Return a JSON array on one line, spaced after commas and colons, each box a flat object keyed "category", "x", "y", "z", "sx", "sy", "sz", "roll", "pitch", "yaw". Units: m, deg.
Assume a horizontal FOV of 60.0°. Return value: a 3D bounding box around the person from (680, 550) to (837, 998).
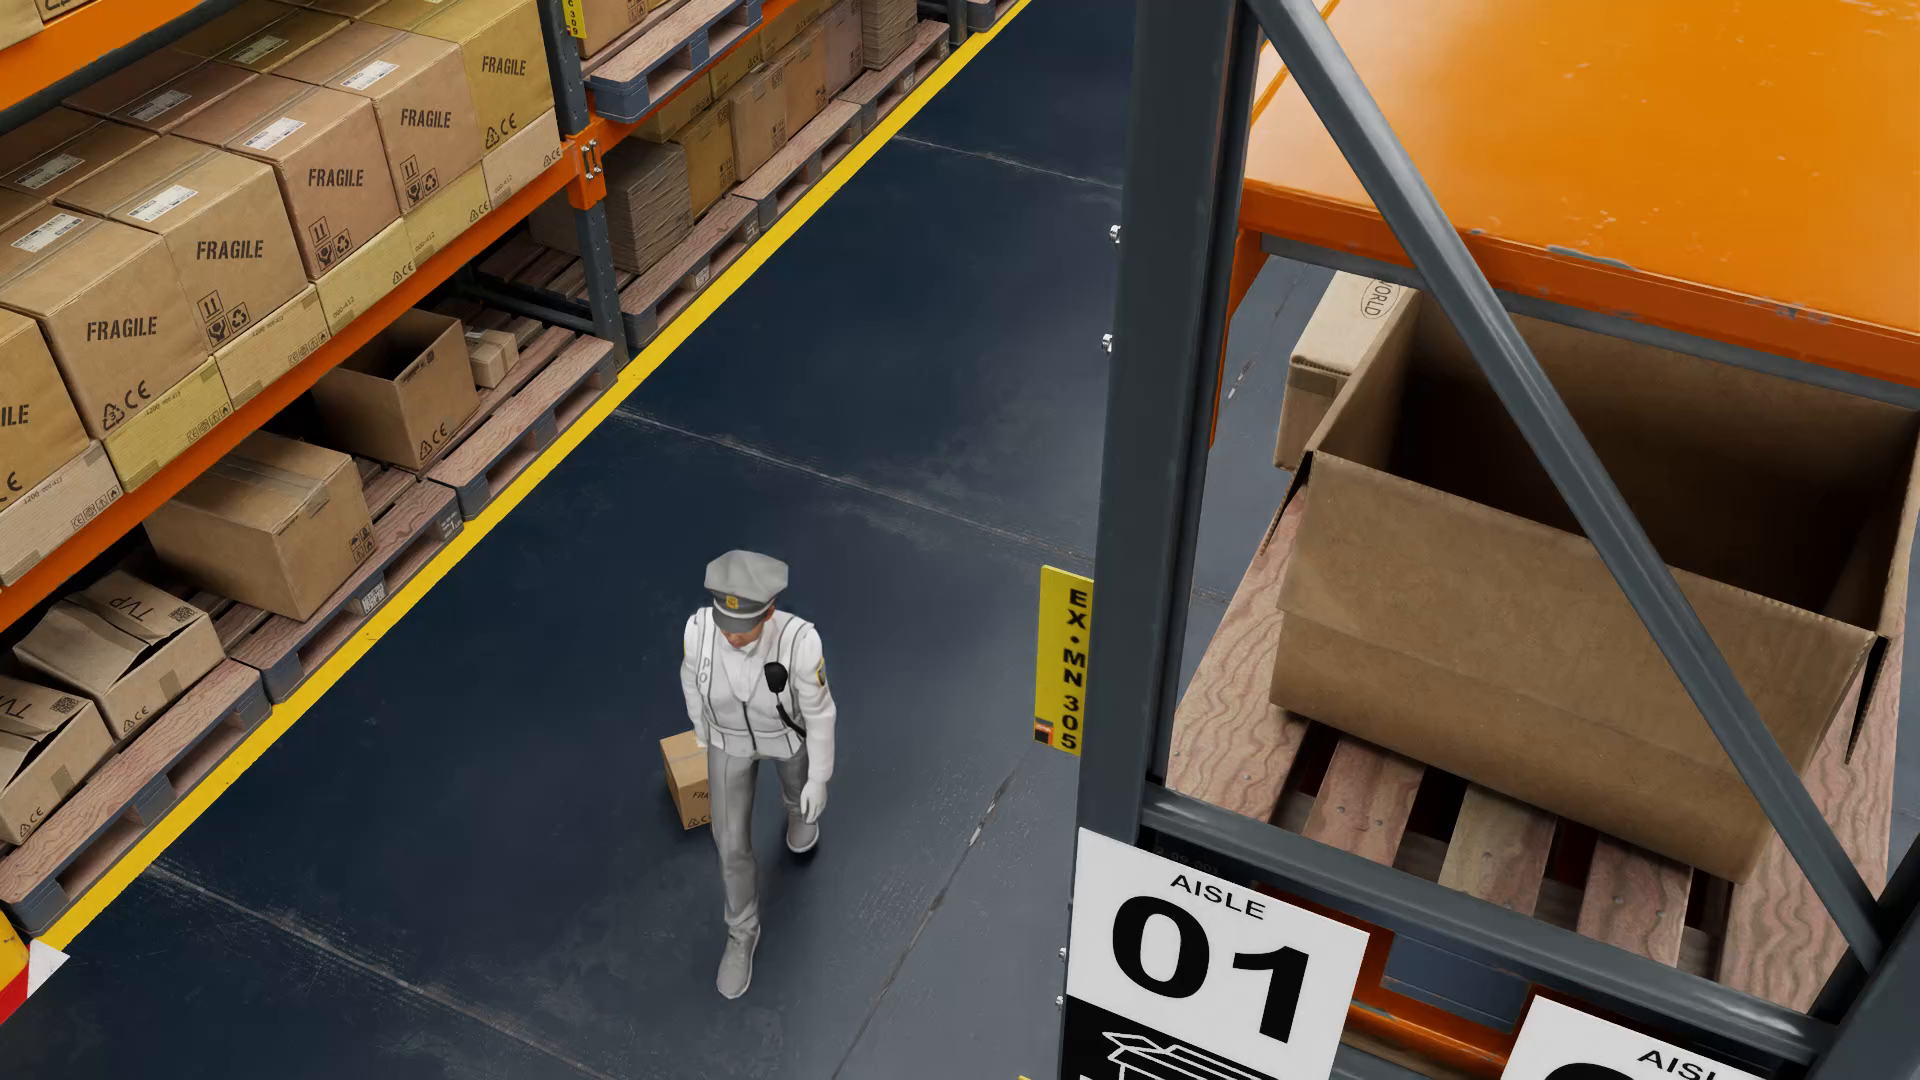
[{"category": "person", "x": -0.643, "y": 0.671, "z": 5.432, "sx": 0.511, "sy": 1.680, "sz": 0.854, "roll": 0, "pitch": 42, "yaw": 0}]
